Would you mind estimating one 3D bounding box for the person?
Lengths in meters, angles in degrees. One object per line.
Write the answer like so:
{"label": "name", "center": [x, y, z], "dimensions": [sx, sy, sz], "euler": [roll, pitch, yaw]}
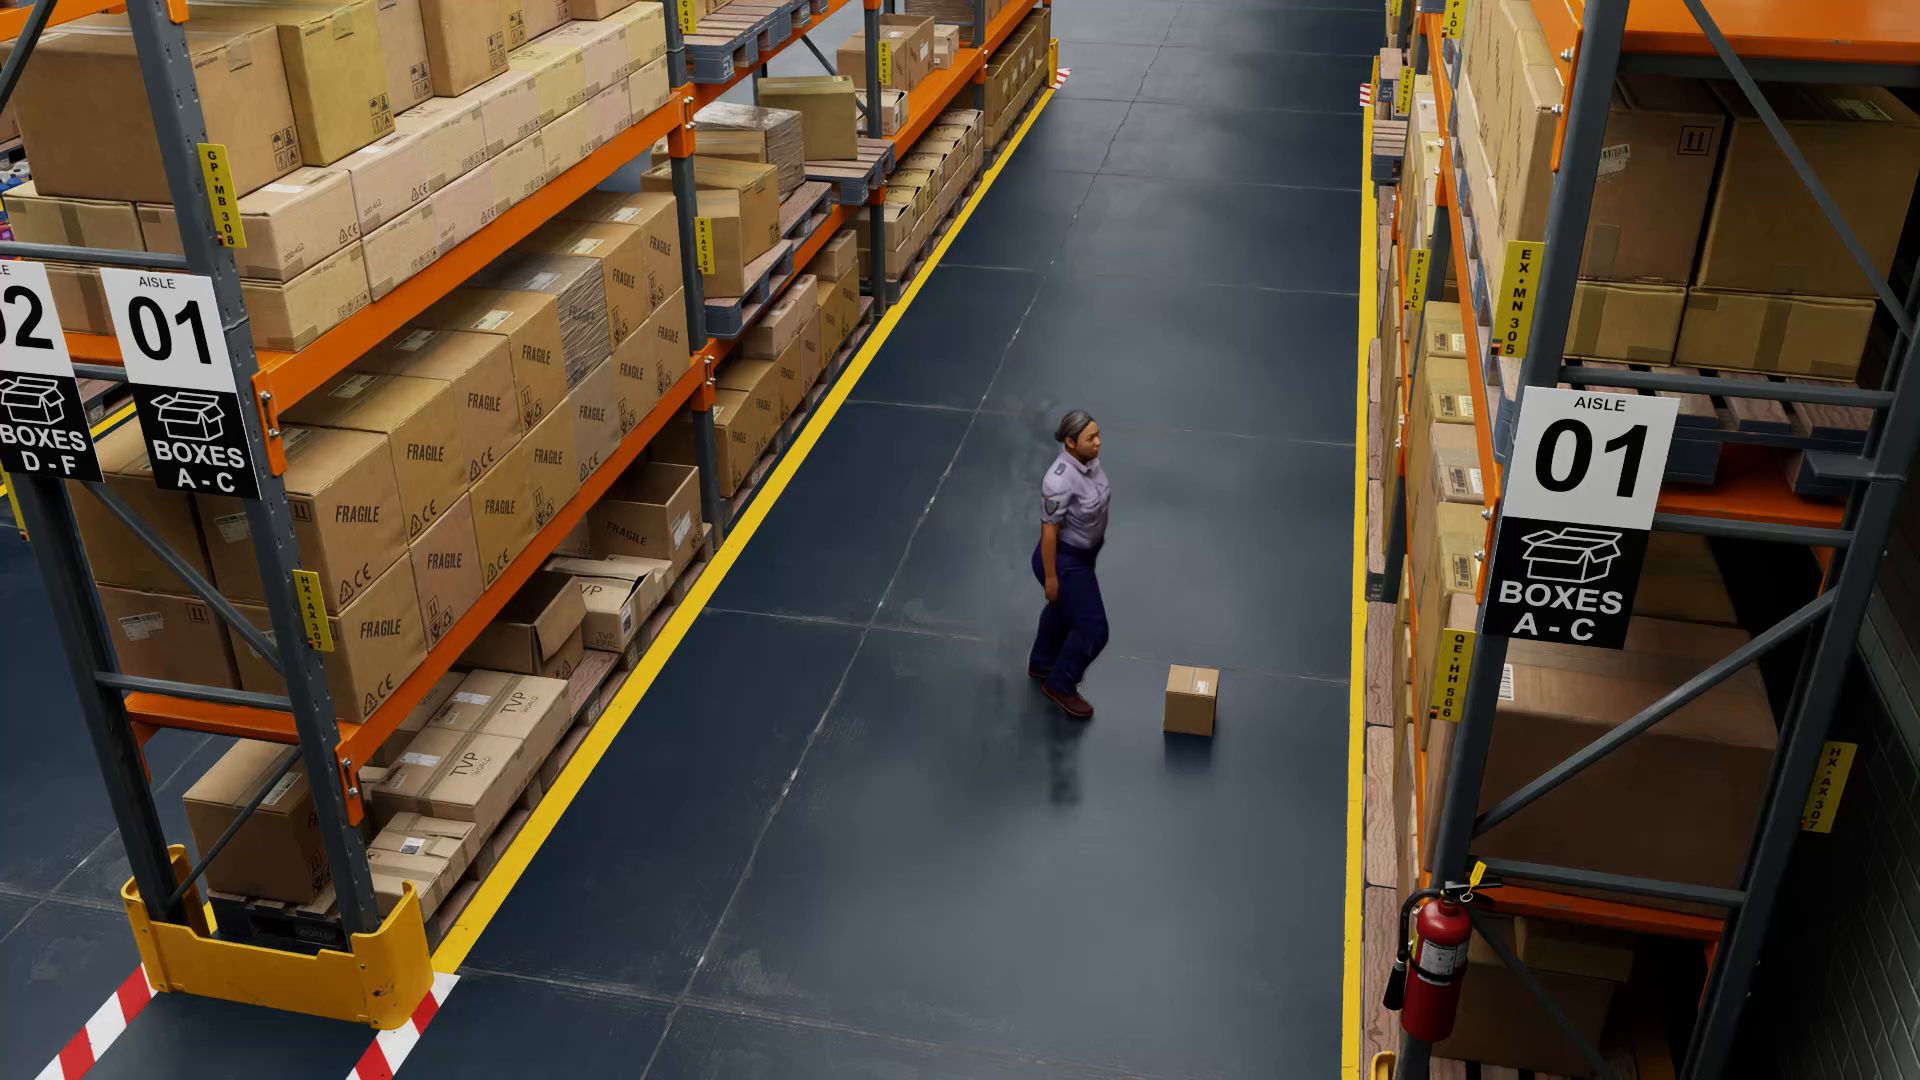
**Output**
{"label": "person", "center": [0.570, 0.093, 8.425], "dimensions": [0.515, 1.631, 0.491], "euler": [11, 31, 19]}
